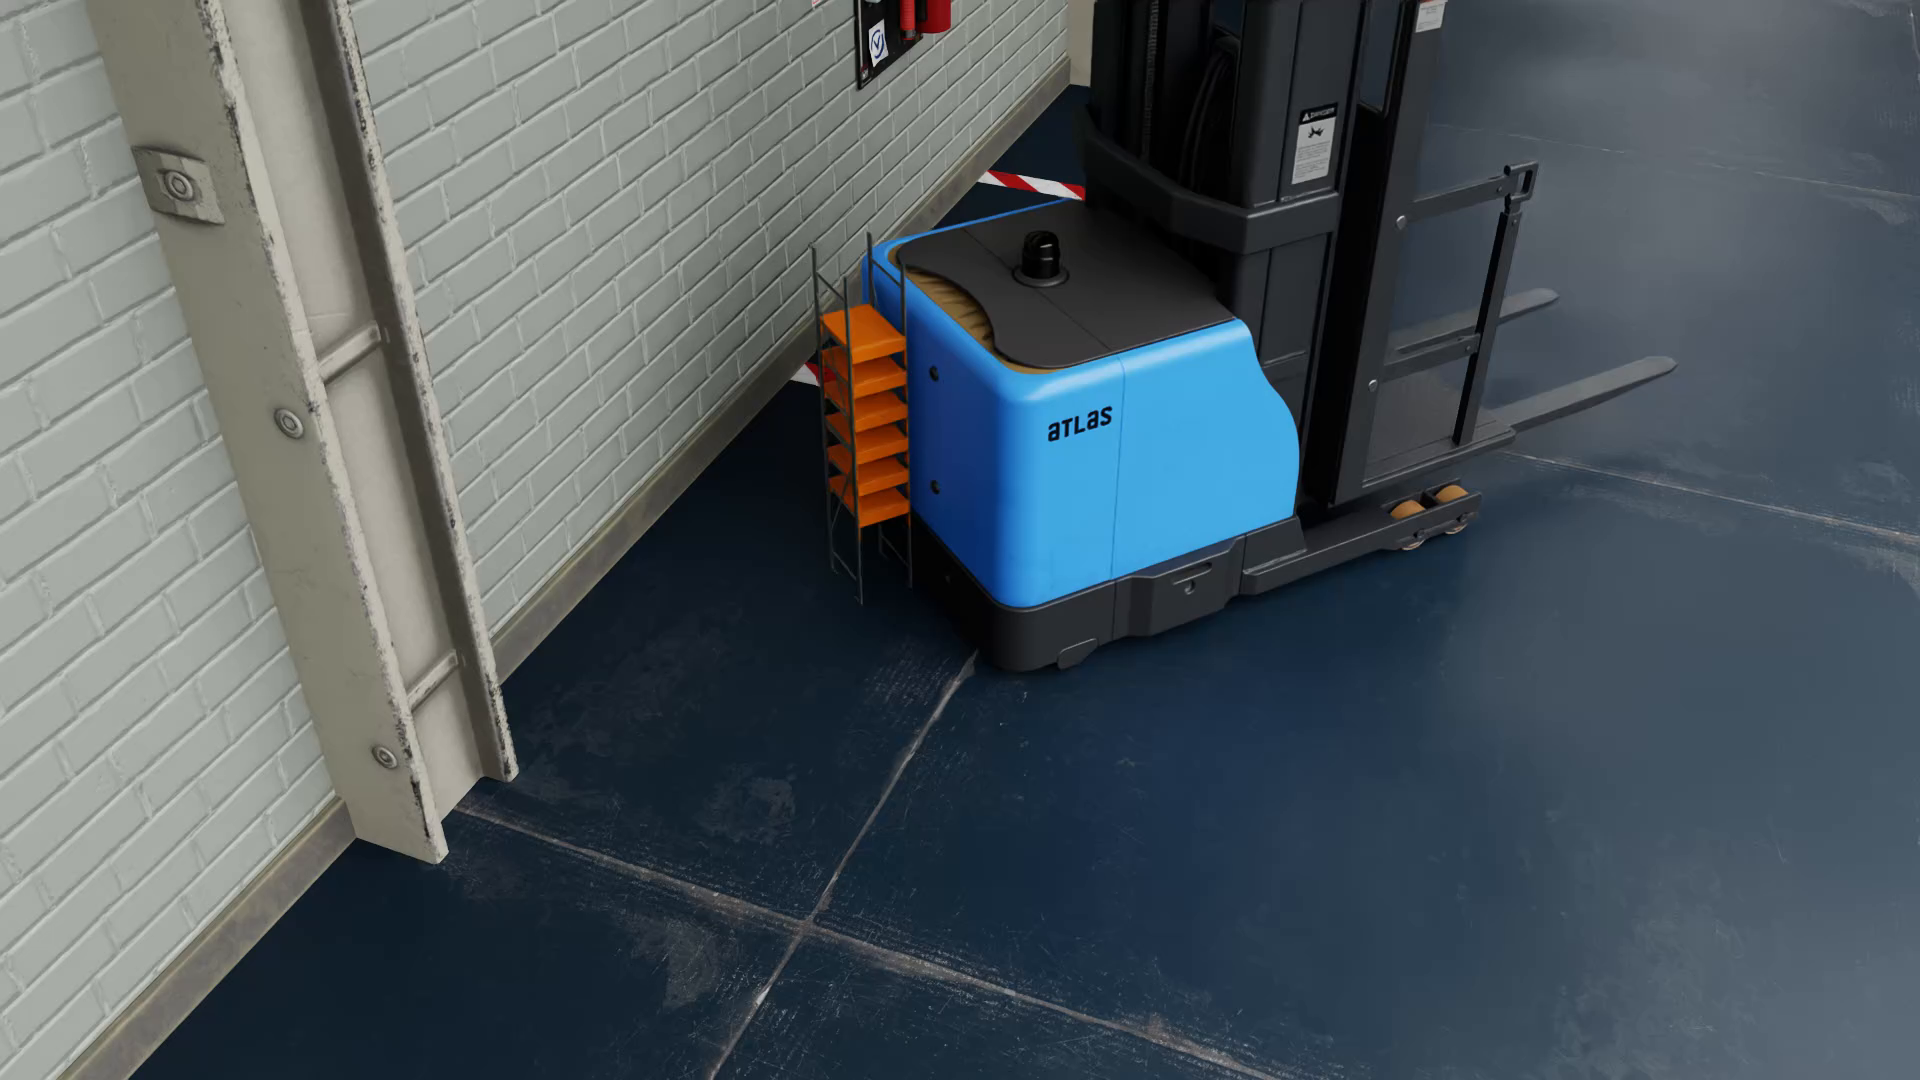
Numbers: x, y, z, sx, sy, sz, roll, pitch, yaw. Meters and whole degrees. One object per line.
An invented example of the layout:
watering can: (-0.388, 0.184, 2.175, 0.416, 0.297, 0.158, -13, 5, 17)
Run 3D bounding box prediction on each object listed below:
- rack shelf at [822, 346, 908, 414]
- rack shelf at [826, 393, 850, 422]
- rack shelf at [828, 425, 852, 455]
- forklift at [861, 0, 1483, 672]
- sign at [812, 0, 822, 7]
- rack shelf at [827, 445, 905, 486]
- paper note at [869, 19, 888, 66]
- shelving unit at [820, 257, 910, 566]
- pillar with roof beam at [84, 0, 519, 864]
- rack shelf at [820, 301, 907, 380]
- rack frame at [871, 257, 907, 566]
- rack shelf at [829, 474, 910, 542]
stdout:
rack shelf: (-0.299, -0.510, 5.104, 0.180, 0.103, 0.258, -18, 40, -23)
rack shelf: (-0.299, -0.430, 5.164, 0.166, 0.020, 0.199, -18, 40, -23)
rack shelf: (-0.299, -0.334, 5.236, 0.166, 0.020, 0.199, -18, 40, -23)
forklift: (1.219, -1.400, 5.175, 3.031, 2.935, 1.130, -18, 40, -23)
sign: (7.911, -5.353, 10.324, 11.513, 0.391, 16.451, 14, 39, 18)
rack shelf: (-0.299, -0.244, 5.303, 0.171, 0.034, 0.221, -18, 40, -23)
paper note: (-0.324, -1.983, 6.633, 0.016, 0.148, 0.142, 14, 39, 18)
shelving unit: (-0.298, -0.354, 5.222, 0.183, 1.046, 0.258, -18, 40, -23)
pillar with roof beam: (2.481, -1.878, 0.746, 9.100, 9.000, 0.400, 14, 39, 18)
rack shelf: (-0.299, -0.606, 5.032, 0.180, 0.103, 0.258, -18, 40, -23)
rack frame: (-0.218, -0.380, 5.256, 0.002, 1.046, 0.228, -18, 40, -23)
rack shelf: (-0.299, -0.126, 5.391, 0.180, 0.103, 0.258, -18, 40, -23)
